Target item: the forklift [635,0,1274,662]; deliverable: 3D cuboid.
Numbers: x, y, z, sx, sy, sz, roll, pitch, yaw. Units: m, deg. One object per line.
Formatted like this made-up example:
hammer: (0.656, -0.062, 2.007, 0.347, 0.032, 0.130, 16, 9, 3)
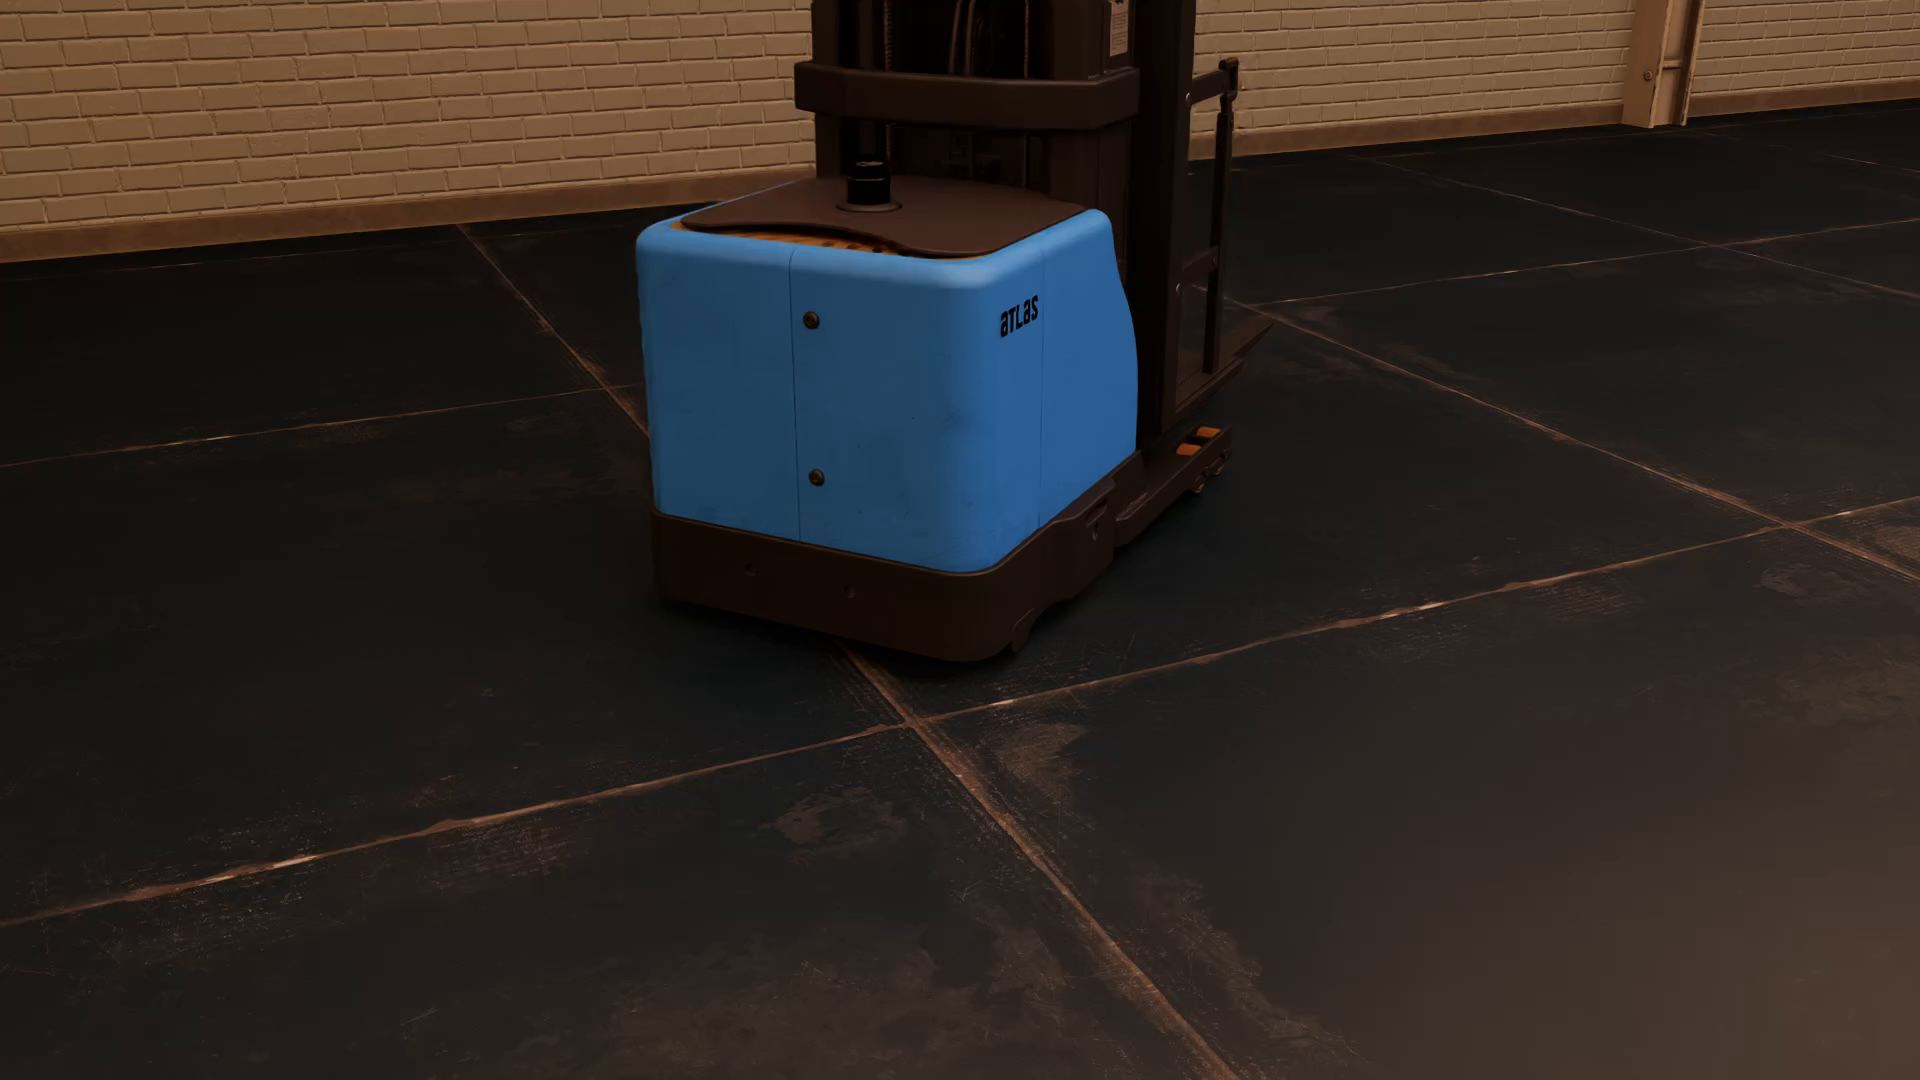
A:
forklift: (0.270, -1.574, 5.075, 1.130, 2.935, 3.031, 11, 25, 25)
